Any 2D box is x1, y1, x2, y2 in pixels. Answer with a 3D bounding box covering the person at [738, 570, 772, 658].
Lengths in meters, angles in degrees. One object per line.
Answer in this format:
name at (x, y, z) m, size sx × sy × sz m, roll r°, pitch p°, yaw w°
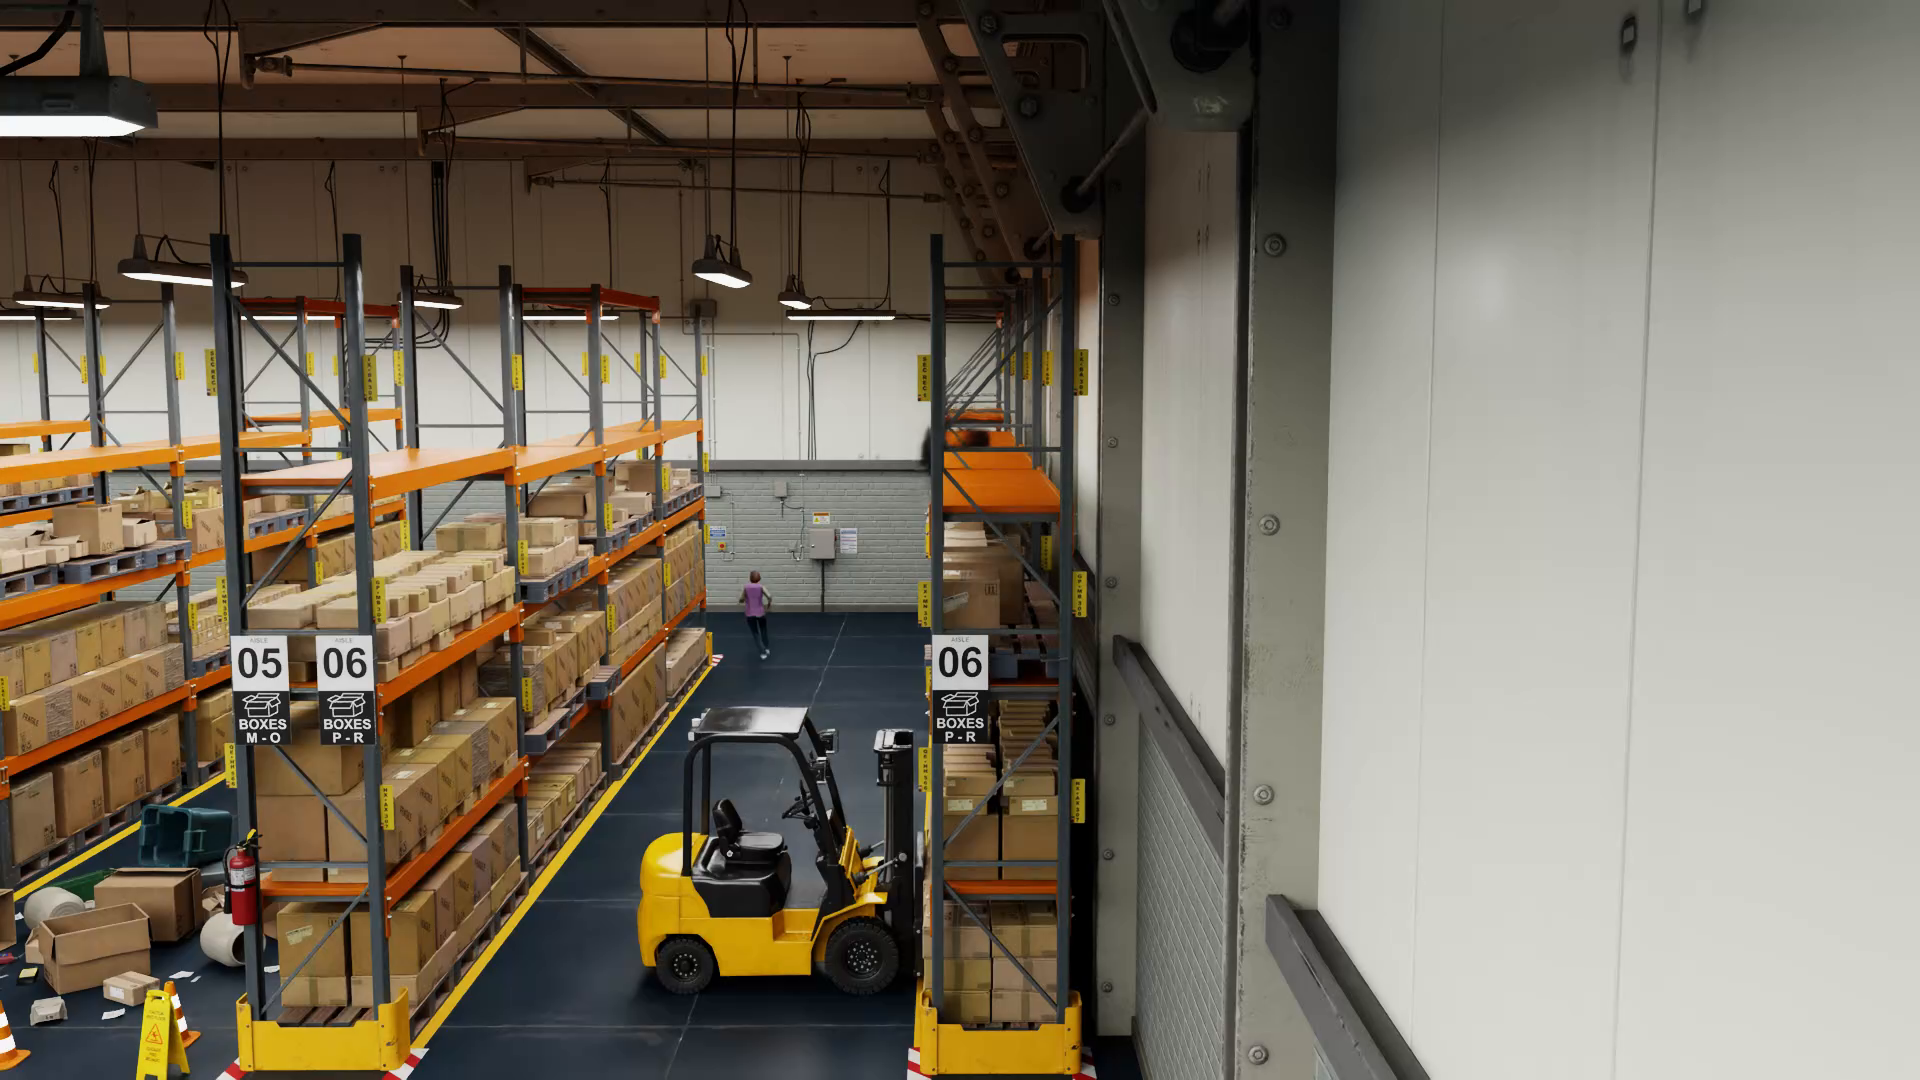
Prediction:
person at (-3.514, 1.277, 28.502) m, size 0.560 × 1.550 × 0.875 m, roll -1°, pitch 6°, yaw -13°
